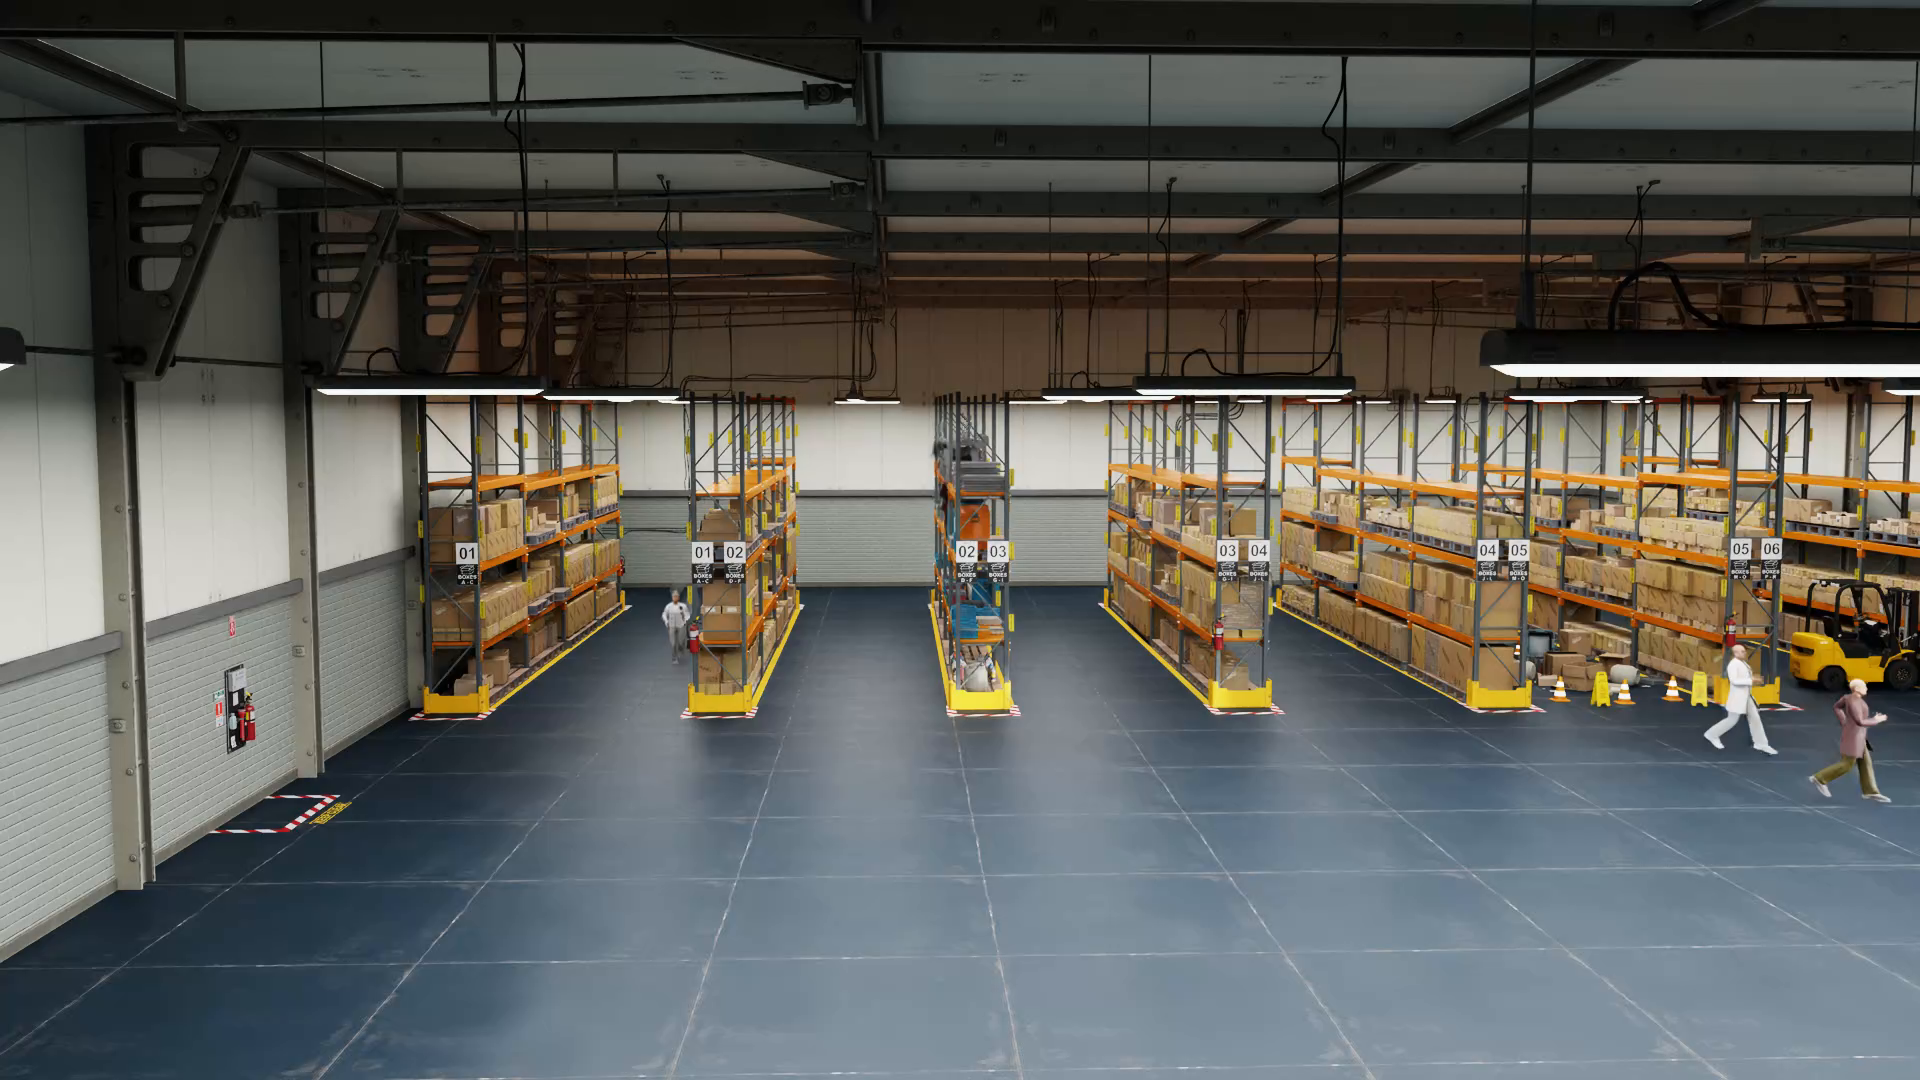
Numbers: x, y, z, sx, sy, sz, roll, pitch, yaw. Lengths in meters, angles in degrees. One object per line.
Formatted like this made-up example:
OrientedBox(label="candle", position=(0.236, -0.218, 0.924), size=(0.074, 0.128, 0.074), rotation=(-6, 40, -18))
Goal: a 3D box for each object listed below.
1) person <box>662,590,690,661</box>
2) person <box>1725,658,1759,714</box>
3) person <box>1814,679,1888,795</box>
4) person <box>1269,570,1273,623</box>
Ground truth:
OrientedBox(label="person", position=(-6.326, 1.904, 37.000), size=(0.614, 1.585, 0.526), rotation=(-1, 5, -7))
OrientedBox(label="person", position=(12.910, 2.402, 27.562), size=(0.731, 0.929, 0.610), rotation=(-4, 6, -43))
OrientedBox(label="person", position=(12.872, 2.840, 24.035), size=(0.912, 1.690, 0.703), rotation=(2, 5, 26))
OrientedBox(label="person", position=(8.101, 1.452, 44.385), size=(0.579, 1.446, 0.896), rotation=(-1, 5, -7))
